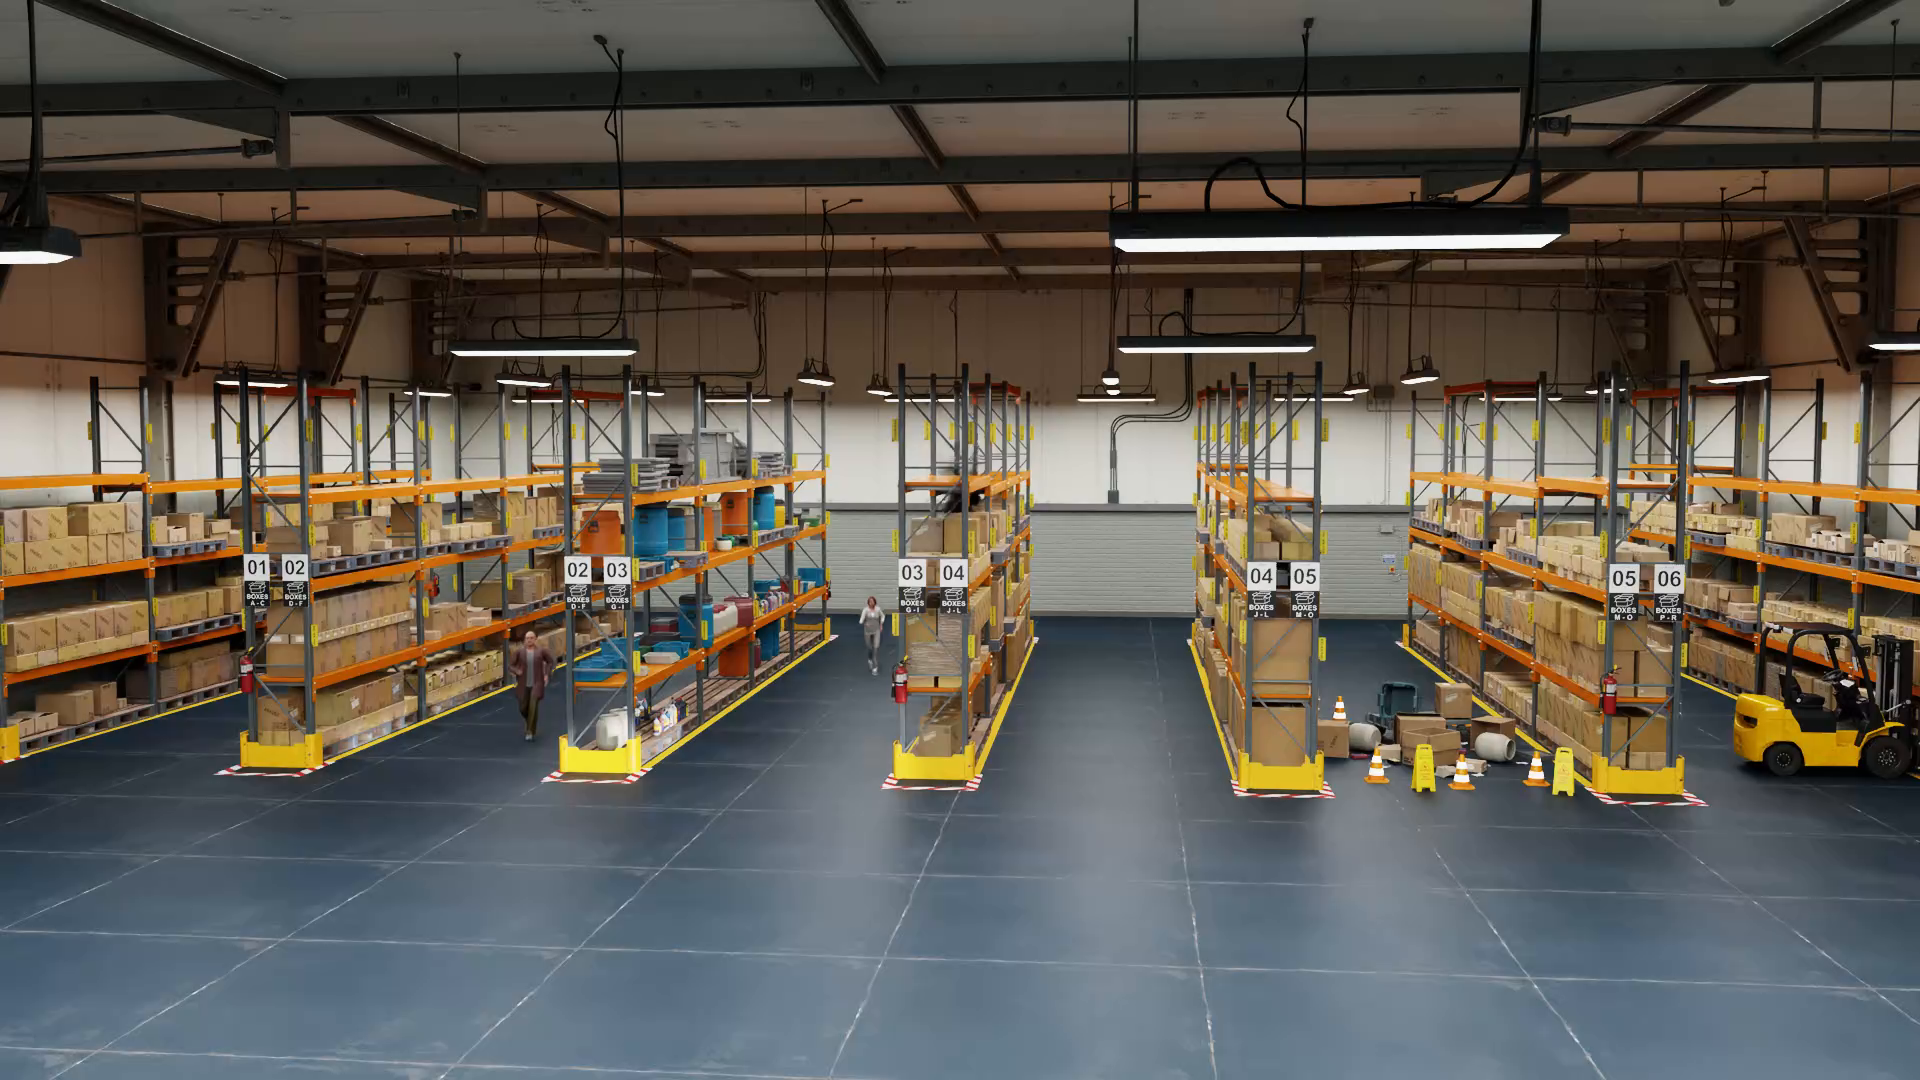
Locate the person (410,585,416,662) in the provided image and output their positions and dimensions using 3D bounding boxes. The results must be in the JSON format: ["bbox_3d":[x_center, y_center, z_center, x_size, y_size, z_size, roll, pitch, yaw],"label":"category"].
[{"bbox_3d":[-11.940,1.828,36.444,0.535,1.671,0.685,0,4,-5],"label":"person"}]

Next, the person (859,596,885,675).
[{"bbox_3d":[-1.832,1.970,34.712,0.538,1.605,0.877,0,4,-5],"label":"person"}]

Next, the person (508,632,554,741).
[{"bbox_3d":[-7.044,2.375,27.294,0.711,1.737,0.833,-1,4,-8],"label":"person"}]

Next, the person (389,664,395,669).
[{"bbox_3d":[-11.380,2.052,32.996,0.584,1.748,0.776,0,4,4],"label":"person"}]
